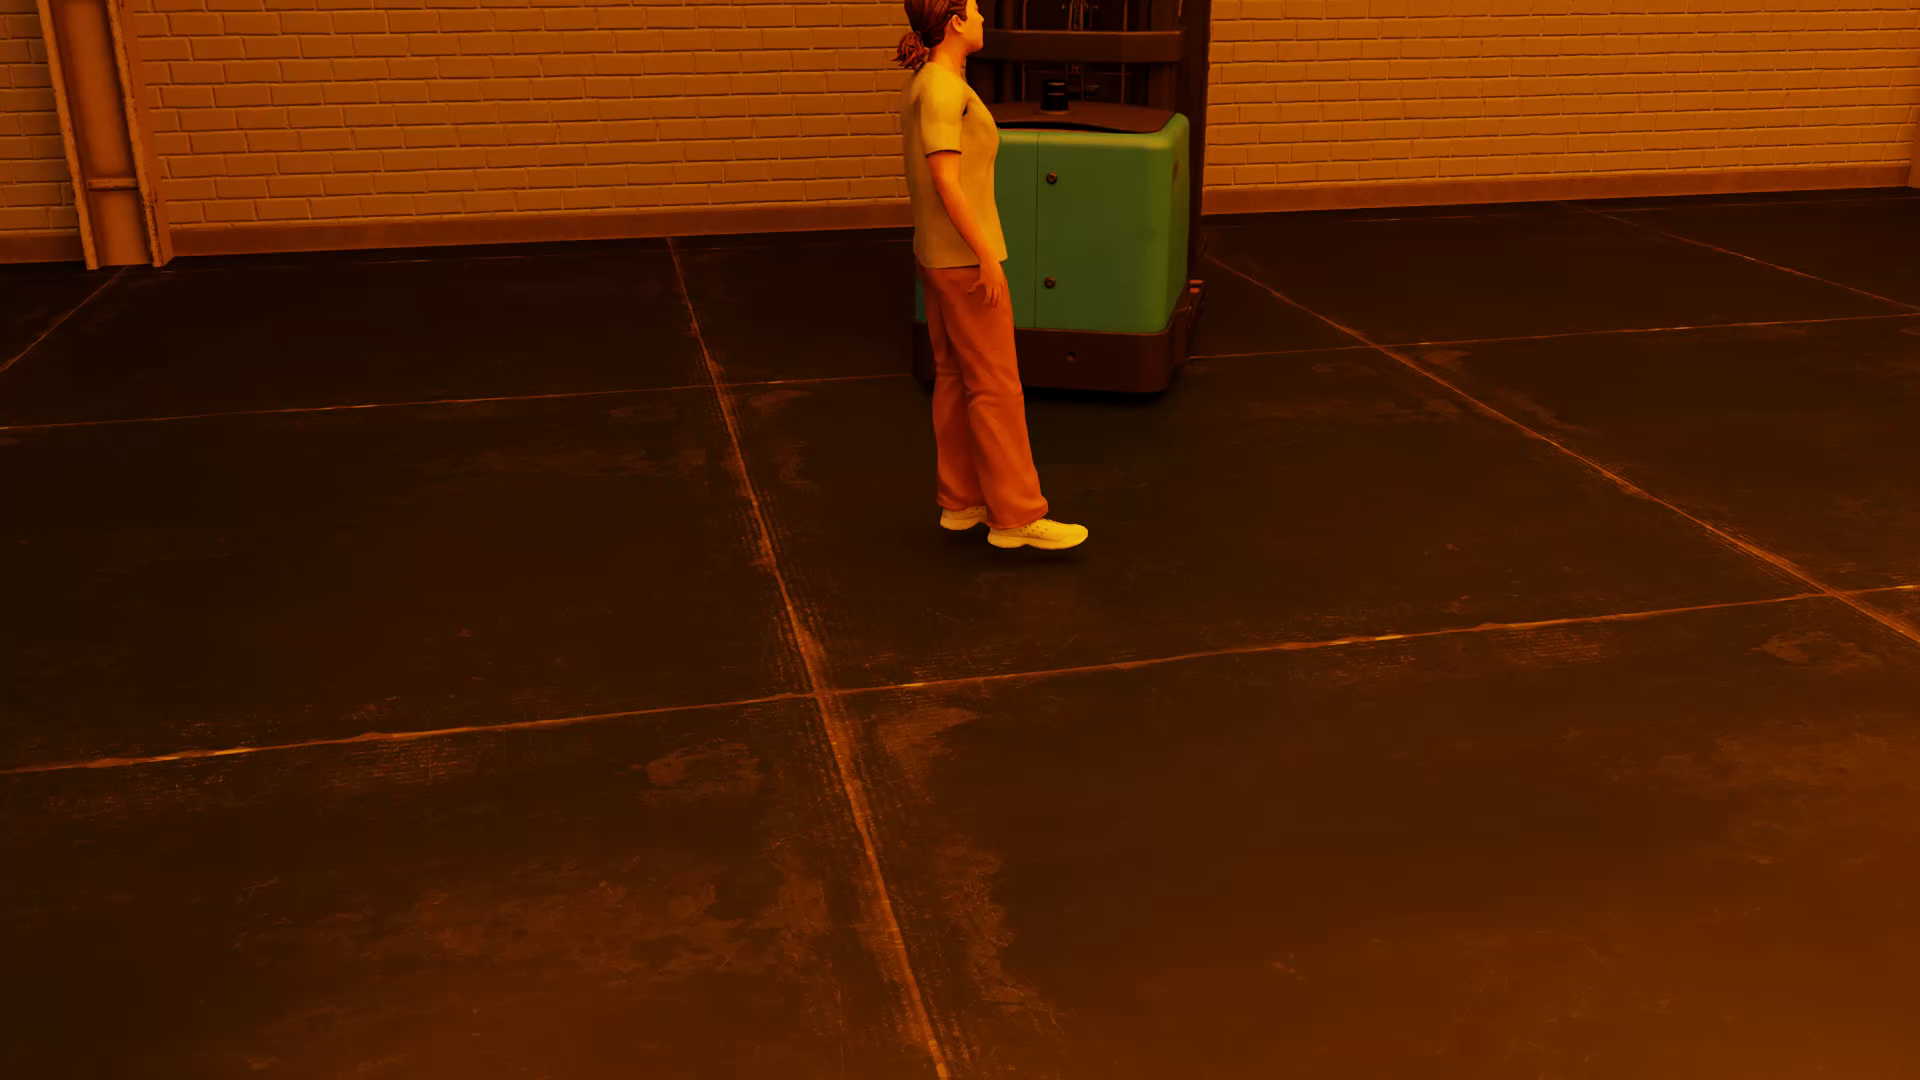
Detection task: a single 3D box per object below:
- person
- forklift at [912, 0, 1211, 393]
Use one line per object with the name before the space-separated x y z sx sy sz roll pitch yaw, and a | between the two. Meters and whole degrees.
person | 0.075 -0.829 4.986 0.548 1.674 0.552 -5 21 -12
forklift | 0.616 -2.447 7.593 1.130 2.935 3.031 4 21 11
